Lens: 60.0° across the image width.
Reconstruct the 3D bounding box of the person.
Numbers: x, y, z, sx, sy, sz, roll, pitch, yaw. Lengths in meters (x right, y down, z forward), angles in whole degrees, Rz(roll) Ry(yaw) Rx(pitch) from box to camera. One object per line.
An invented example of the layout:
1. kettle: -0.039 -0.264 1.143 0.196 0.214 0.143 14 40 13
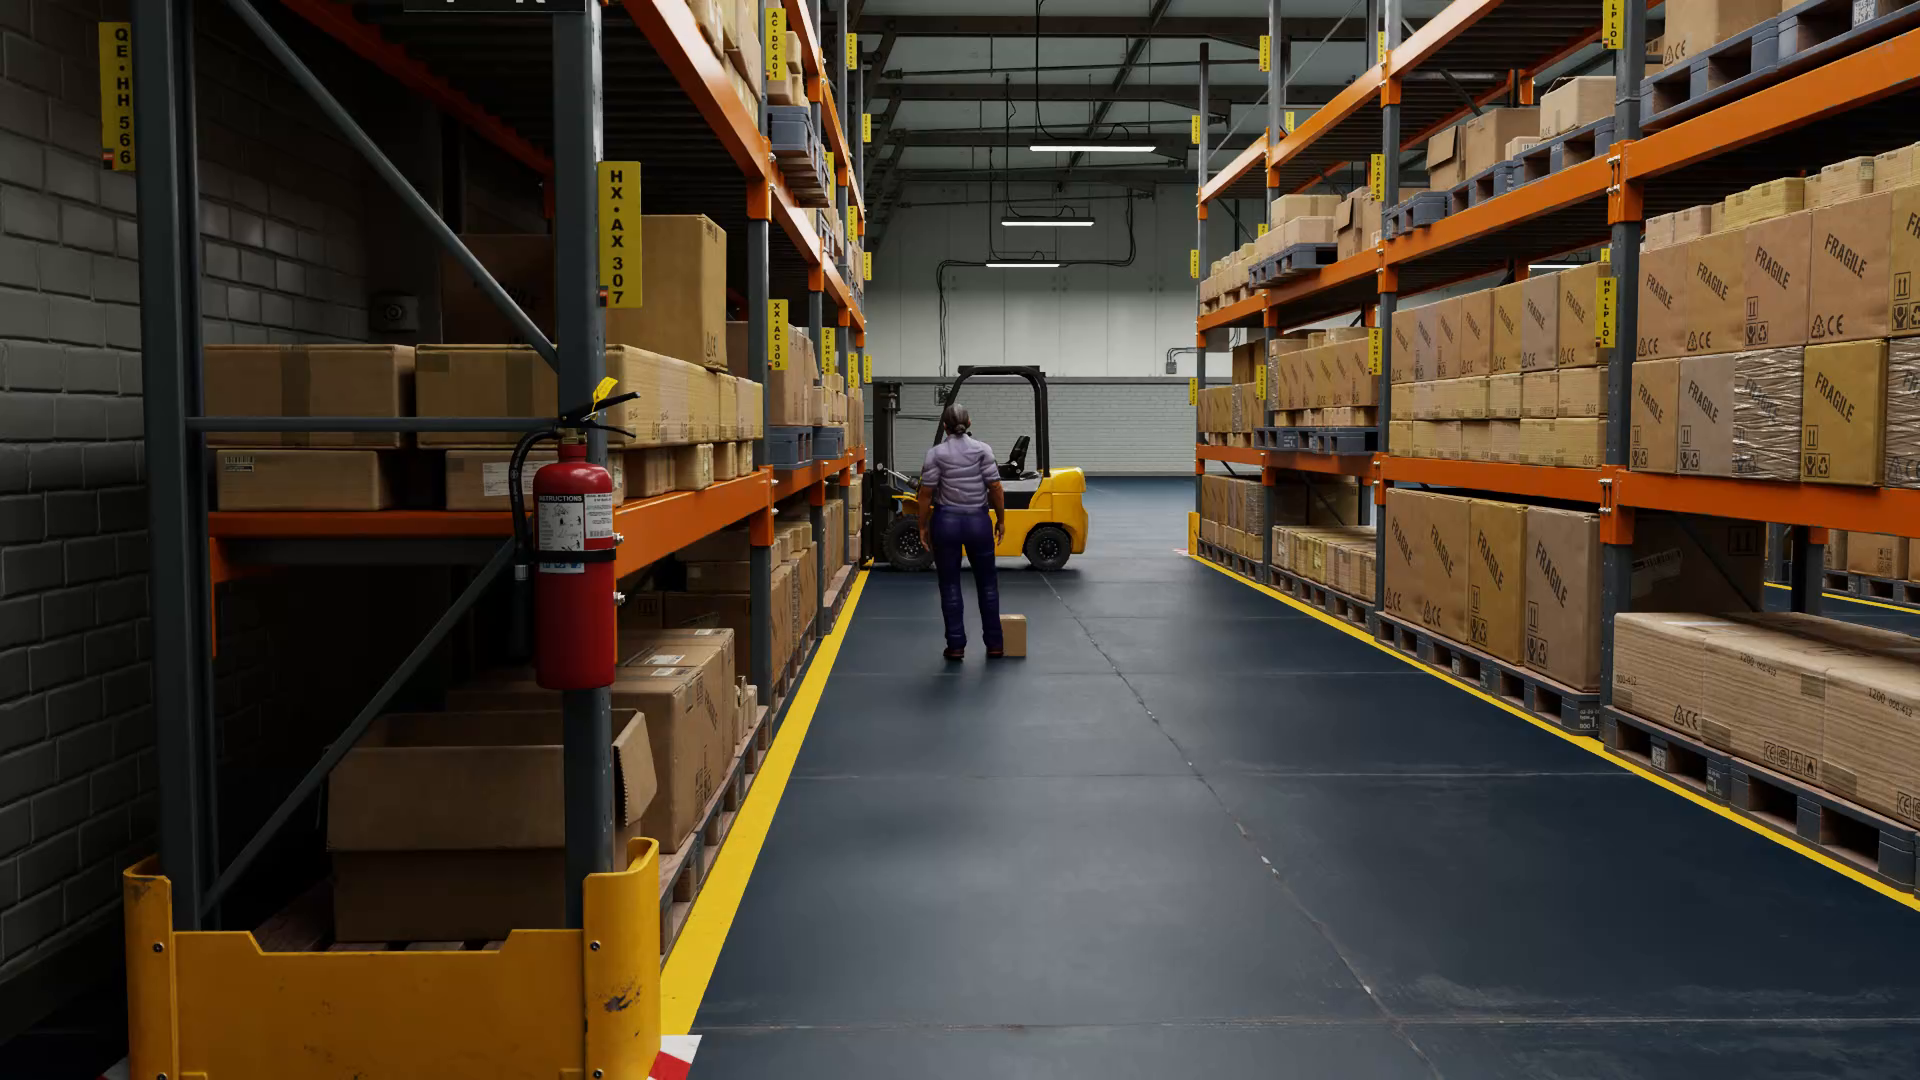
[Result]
1. person: 0.025 -0.054 10.821 0.599 1.642 0.503 0 4 -1
